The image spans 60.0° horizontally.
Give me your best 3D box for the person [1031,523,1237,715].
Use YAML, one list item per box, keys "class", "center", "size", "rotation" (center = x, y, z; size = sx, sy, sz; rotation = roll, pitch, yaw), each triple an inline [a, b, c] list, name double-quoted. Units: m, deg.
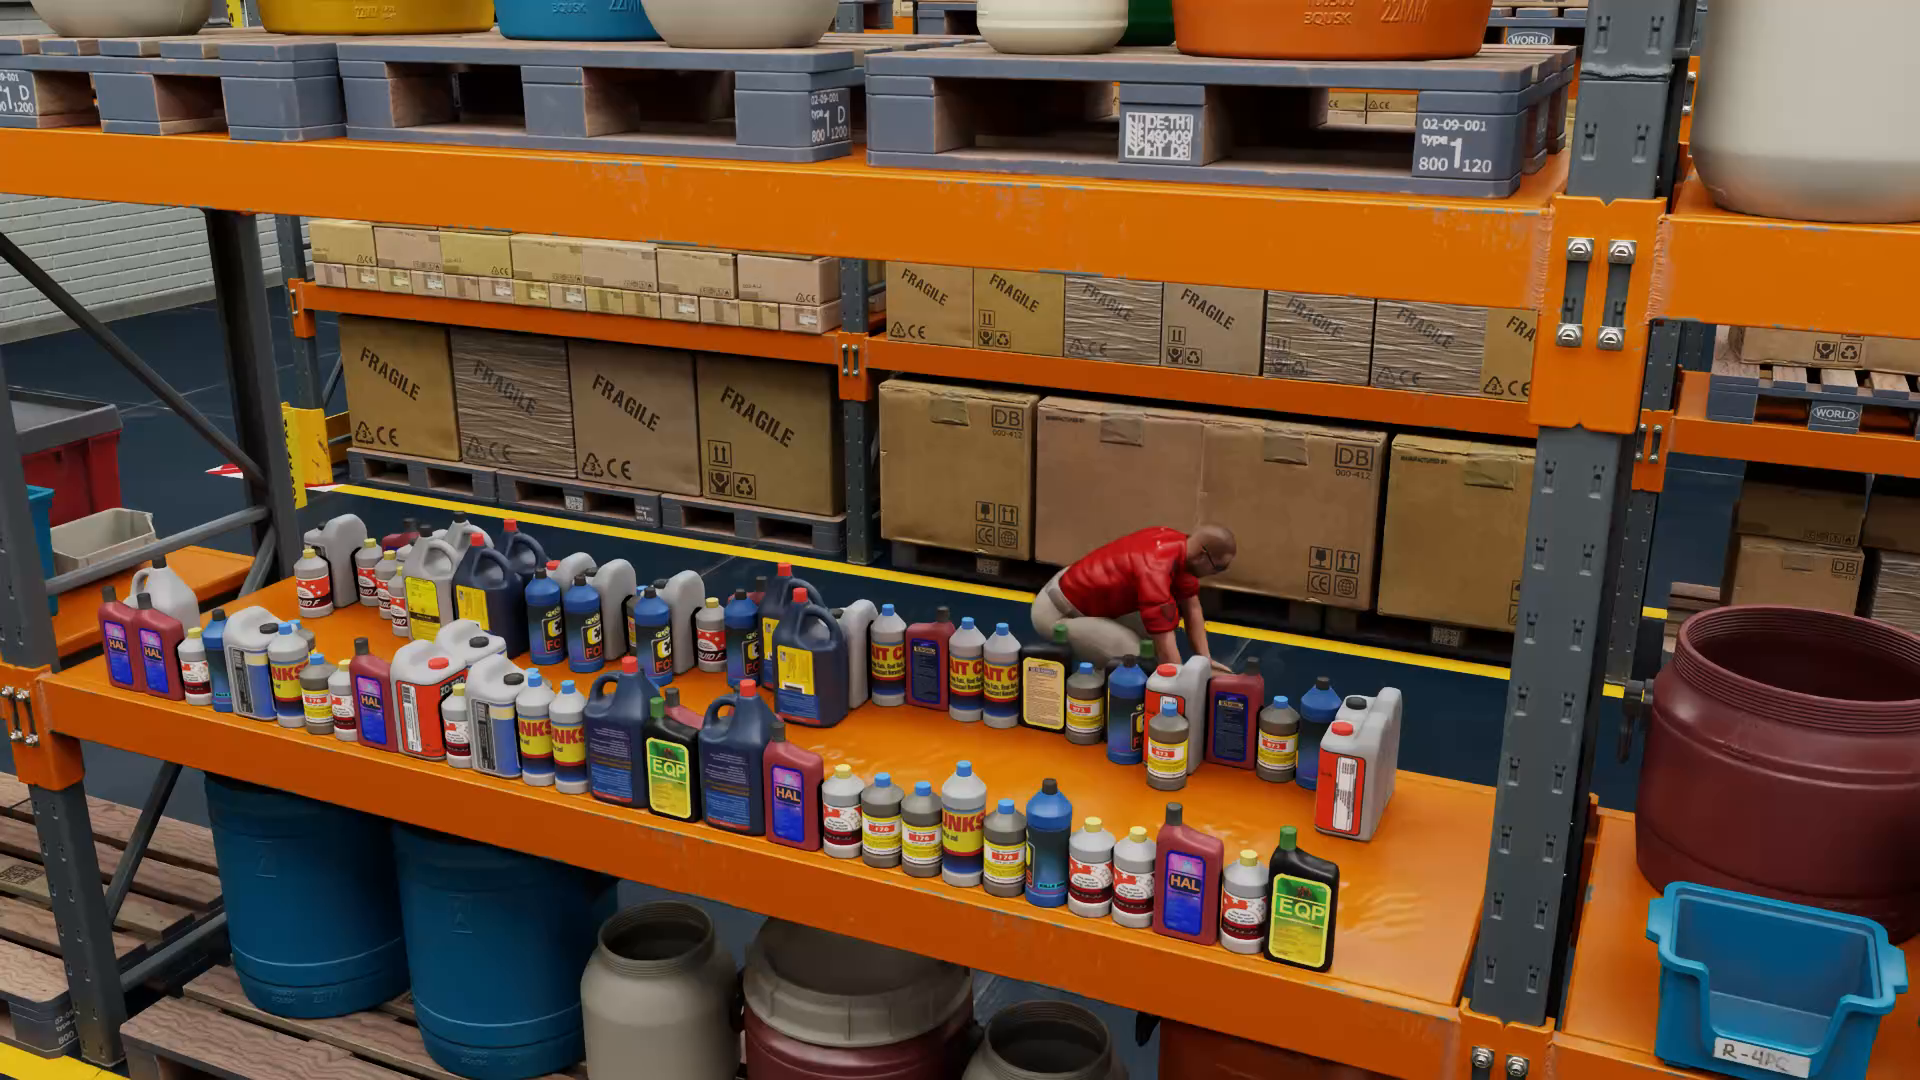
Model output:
- class: "person"
  center: [0.764, 0.355, 7.278]
  size: [0.873, 0.942, 0.568]
  rotation: [8, 21, 23]
